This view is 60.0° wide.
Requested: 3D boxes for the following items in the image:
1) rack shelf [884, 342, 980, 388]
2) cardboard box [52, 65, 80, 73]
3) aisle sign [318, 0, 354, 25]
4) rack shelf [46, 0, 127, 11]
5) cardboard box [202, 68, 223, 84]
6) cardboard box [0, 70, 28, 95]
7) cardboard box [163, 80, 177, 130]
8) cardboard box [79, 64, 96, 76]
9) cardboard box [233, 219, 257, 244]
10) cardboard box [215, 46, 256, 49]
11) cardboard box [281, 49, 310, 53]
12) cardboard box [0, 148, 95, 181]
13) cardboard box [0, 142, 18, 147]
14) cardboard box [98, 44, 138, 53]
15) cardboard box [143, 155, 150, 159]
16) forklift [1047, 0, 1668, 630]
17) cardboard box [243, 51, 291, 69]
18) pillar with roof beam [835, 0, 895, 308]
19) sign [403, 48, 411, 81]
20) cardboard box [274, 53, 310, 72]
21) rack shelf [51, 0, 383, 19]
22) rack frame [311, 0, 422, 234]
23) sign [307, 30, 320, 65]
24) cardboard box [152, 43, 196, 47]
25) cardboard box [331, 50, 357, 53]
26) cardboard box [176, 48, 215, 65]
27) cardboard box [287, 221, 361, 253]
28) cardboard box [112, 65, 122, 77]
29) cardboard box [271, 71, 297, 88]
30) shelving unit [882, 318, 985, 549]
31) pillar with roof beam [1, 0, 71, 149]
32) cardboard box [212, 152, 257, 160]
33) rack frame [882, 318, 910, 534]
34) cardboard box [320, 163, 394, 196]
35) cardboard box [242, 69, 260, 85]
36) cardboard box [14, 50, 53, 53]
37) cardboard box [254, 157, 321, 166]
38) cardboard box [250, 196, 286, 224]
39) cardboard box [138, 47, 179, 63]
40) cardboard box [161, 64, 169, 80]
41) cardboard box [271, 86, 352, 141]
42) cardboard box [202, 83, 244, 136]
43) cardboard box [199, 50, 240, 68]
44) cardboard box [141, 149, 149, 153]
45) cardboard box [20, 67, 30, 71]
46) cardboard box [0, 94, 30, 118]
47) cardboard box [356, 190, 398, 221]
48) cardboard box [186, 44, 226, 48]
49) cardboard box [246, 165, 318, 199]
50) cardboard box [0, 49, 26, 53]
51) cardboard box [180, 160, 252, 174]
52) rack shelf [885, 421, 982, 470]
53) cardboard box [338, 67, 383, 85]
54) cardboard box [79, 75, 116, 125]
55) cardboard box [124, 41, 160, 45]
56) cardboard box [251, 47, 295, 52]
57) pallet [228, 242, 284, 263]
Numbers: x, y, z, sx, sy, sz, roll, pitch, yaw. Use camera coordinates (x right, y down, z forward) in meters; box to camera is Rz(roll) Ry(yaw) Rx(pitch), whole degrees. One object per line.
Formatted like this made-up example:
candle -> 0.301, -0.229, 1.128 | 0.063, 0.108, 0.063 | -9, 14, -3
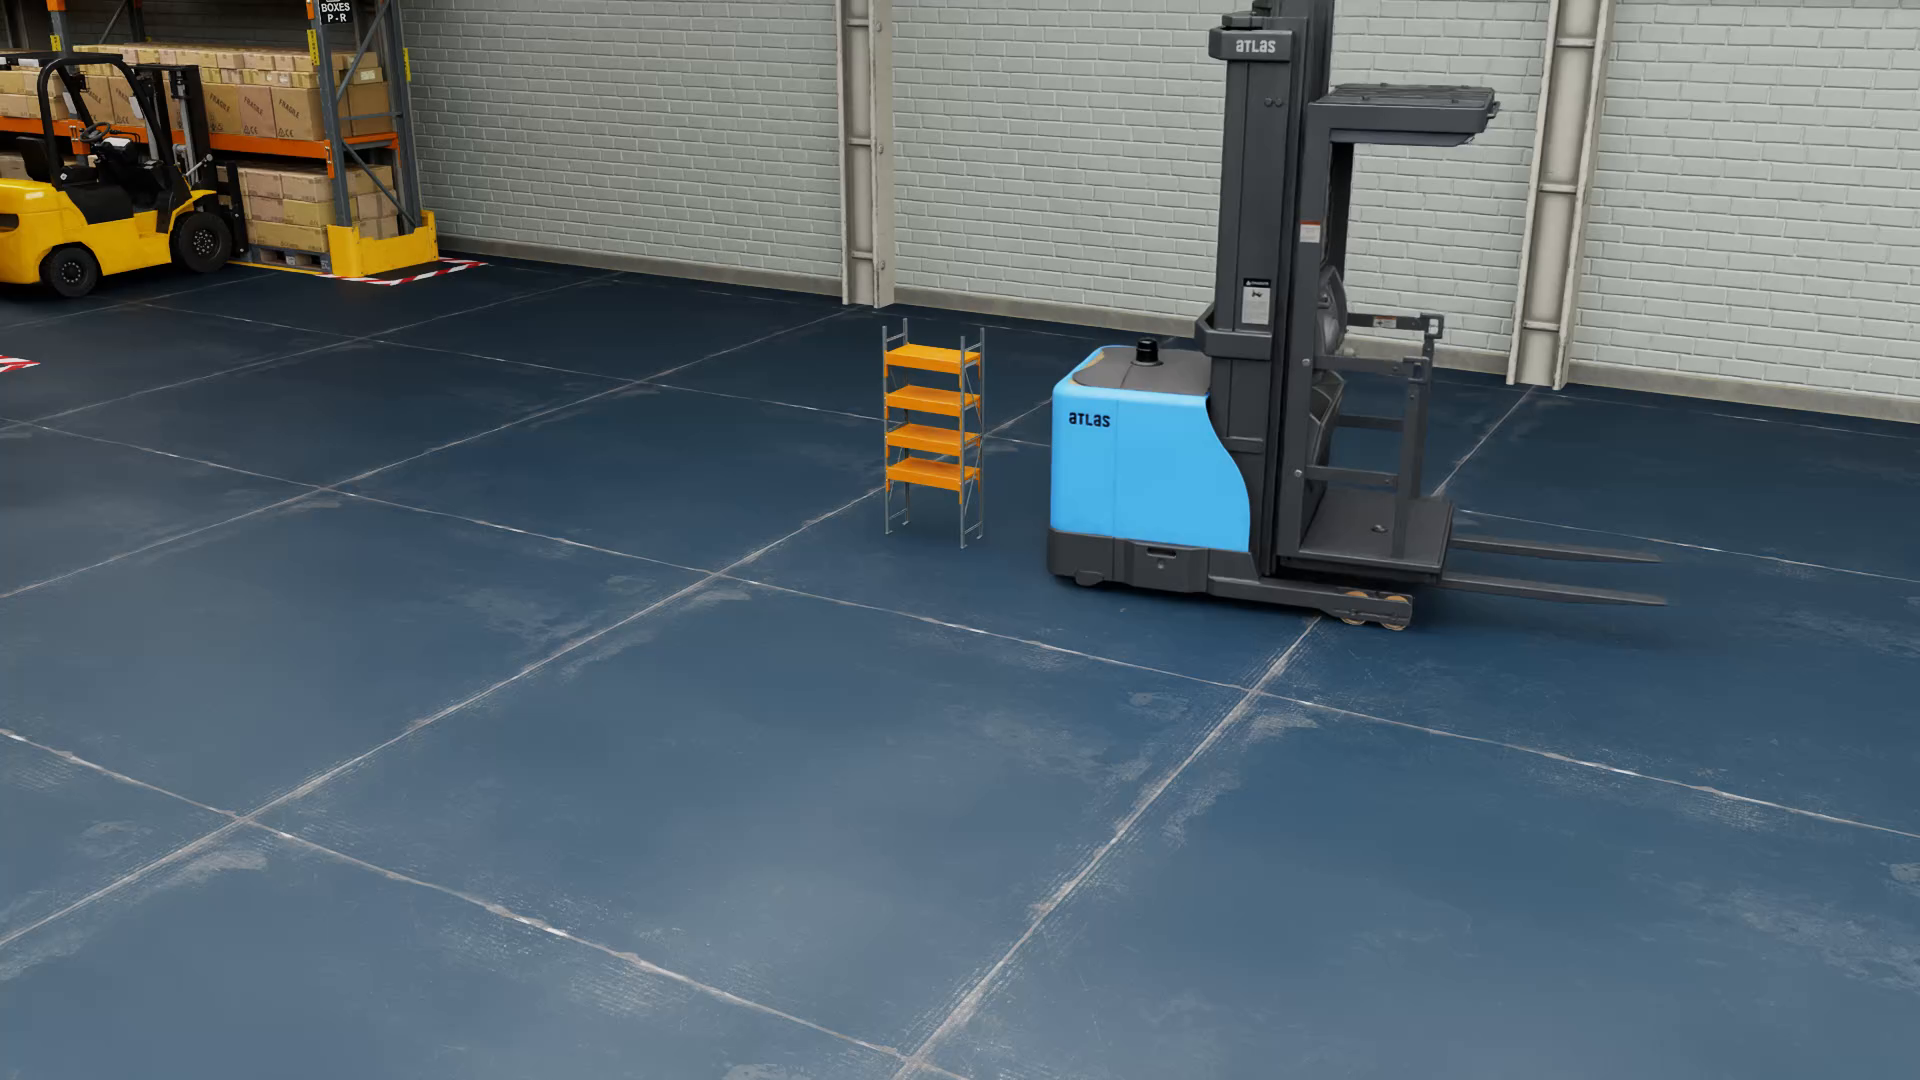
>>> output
rack shelf -> -0.145, -0.961, 9.102 | 0.480, 0.148, 0.258 | 11, 23, 27
cardboard box -> -9.811, -5.229, 18.284 | 0.250, 0.149, 0.380 | 12, 23, 29
aisle sign -> -5.999, -5.345, 15.889 | 0.004, 0.787, 0.394 | 11, 23, 27
rack shelf -> -11.151, -6.291, 18.965 | 4.000, 0.370, 1.077 | 11, 23, 27
cardboard box -> -7.484, -4.754, 16.973 | 0.250, 0.149, 0.380 | 11, 23, 28
cardboard box -> -10.411, -5.140, 18.623 | 0.500, 0.250, 0.500 | 10, 22, 26
cardboard box -> -8.239, -4.616, 17.546 | 0.500, 0.500, 0.500 | 11, 22, 27
cardboard box -> -9.255, -5.107, 17.948 | 0.250, 0.149, 0.380 | 10, 22, 26
cardboard box -> -7.339, -3.282, 17.429 | 0.500, 0.250, 0.500 | 11, 23, 28
cardboard box -> -7.671, -5.141, 17.605 | 0.250, 0.149, 0.380 | 12, 23, 29
cardboard box -> -6.760, -4.971, 17.137 | 0.250, 0.149, 0.380 | 11, 23, 28
cardboard box -> -10.540, -4.182, 19.363 | 0.625, 0.625, 0.875 | 11, 22, 27
cardboard box -> -11.785, -4.419, 20.014 | 0.625, 0.625, 0.875 | 12, 23, 29
cardboard box -> -8.990, -5.226, 17.838 | 0.250, 0.149, 0.380 | 11, 23, 28
cardboard box -> -8.694, -3.999, 17.942 | 0.500, 0.250, 0.500 | 11, 23, 27
forklift -> 2.030, -1.140, 8.209 | 3.031, 2.935, 1.130 | 7, 21, 18
cardboard box -> -6.982, -4.841, 16.777 | 0.250, 0.149, 0.380 | 11, 23, 28
pillar with roof beam -> -2.943, -5.146, 10.356 | 0.400, 9.000, 9.100 | 11, 23, 27
sign -> -5.637, -4.830, 16.895 | 0.005, 0.325, 0.100 | 11, 23, 27
cardboard box -> -6.559, -4.742, 16.504 | 0.250, 0.149, 0.380 | 11, 23, 27
rack shelf -> -7.659, -5.626, 17.132 | 4.000, 0.370, 1.077 | 11, 23, 27
rack frame -> -5.913, -4.221, 16.603 | 0.127, 3.000, 1.000 | 11, 23, 27
sign -> -6.190, -4.718, 15.927 | 0.005, 0.325, 0.100 | 11, 23, 27
cardboard box -> -8.542, -5.321, 18.101 | 0.250, 0.149, 0.380 | 11, 22, 27
cardboard box -> -6.304, -4.895, 16.928 | 0.250, 0.149, 0.380 | 12, 23, 29
cardboard box -> -7.882, -5.010, 17.244 | 0.250, 0.149, 0.380 | 11, 23, 28
cardboard box -> -6.477, -3.110, 16.957 | 0.500, 0.250, 0.500 | 11, 23, 28
cardboard box -> -8.787, -5.029, 17.734 | 0.250, 0.149, 0.380 | 11, 23, 27
cardboard box -> -6.590, -4.581, 16.498 | 0.250, 0.149, 0.380 | 11, 23, 28
shelving unit -> -0.145, -0.592, 9.236 | 0.503, 1.200, 0.258 | 11, 23, 27
pillar with roof beam -> -13.419, -7.142, 15.857 | 0.400, 9.000, 9.100 | 11, 23, 27
cardboard box -> -7.996, -4.069, 18.134 | 0.500, 0.250, 0.500 | 11, 23, 28
rack frame -> -0.358, -0.632, 9.348 | 0.015, 1.200, 0.240 | 11, 23, 27
cardboard box -> -6.240, -3.732, 17.206 | 0.500, 0.250, 0.500 | 10, 22, 26
cardboard box -> -6.997, -4.687, 16.790 | 0.250, 0.149, 0.380 | 11, 22, 27
cardboard box -> -10.694, -5.589, 19.275 | 0.250, 0.149, 0.380 | 11, 22, 27
cardboard box -> -7.110, -3.901, 17.670 | 0.500, 0.250, 0.500 | 11, 22, 27
cardboard box -> -6.923, -3.436, 17.121 | 0.500, 0.250, 0.500 | 11, 22, 27
cardboard box -> -8.358, -5.072, 17.415 | 0.250, 0.149, 0.380 | 10, 22, 26
cardboard box -> -8.152, -4.886, 17.337 | 0.250, 0.149, 0.380 | 10, 22, 26
cardboard box -> -6.471, -4.272, 16.597 | 0.500, 0.500, 0.500 | 10, 22, 26
cardboard box -> -7.367, -4.446, 17.077 | 0.500, 0.500, 0.500 | 10, 22, 26
cardboard box -> -7.491, -4.892, 16.919 | 0.250, 0.149, 0.380 | 11, 23, 28
cardboard box -> -8.881, -4.237, 18.597 | 0.500, 0.250, 0.500 | 11, 23, 28
cardboard box -> -10.234, -5.323, 18.543 | 0.250, 0.149, 0.380 | 11, 23, 27
cardboard box -> -10.414, -4.904, 18.705 | 0.500, 0.250, 0.500 | 11, 22, 27
cardboard box -> -6.222, -3.501, 17.302 | 0.500, 0.250, 0.500 | 11, 23, 28
cardboard box -> -8.077, -5.249, 17.902 | 0.250, 0.149, 0.380 | 10, 22, 26
cardboard box -> -6.916, -3.663, 17.015 | 0.500, 0.250, 0.500 | 11, 23, 28
cardboard box -> -11.165, -5.660, 19.472 | 0.250, 0.149, 0.380 | 12, 23, 29
cardboard box -> -7.800, -3.831, 17.476 | 0.500, 0.250, 0.500 | 10, 22, 26
rack shelf -> -0.145, -0.528, 9.259 | 0.480, 0.148, 0.258 | 11, 23, 27
cardboard box -> -6.082, -4.707, 16.844 | 0.250, 0.149, 0.380 | 10, 22, 26
cardboard box -> -9.145, -4.782, 18.003 | 0.500, 0.500, 0.500 | 10, 22, 26
cardboard box -> -8.979, -5.415, 18.361 | 0.250, 0.149, 0.380 | 11, 23, 27
cardboard box -> -7.183, -5.081, 17.439 | 0.250, 0.149, 0.380 | 10, 22, 26
pallet -> -7.662, -3.228, 17.955 | 1.213, 0.211, 1.003 | 11, 23, 27
